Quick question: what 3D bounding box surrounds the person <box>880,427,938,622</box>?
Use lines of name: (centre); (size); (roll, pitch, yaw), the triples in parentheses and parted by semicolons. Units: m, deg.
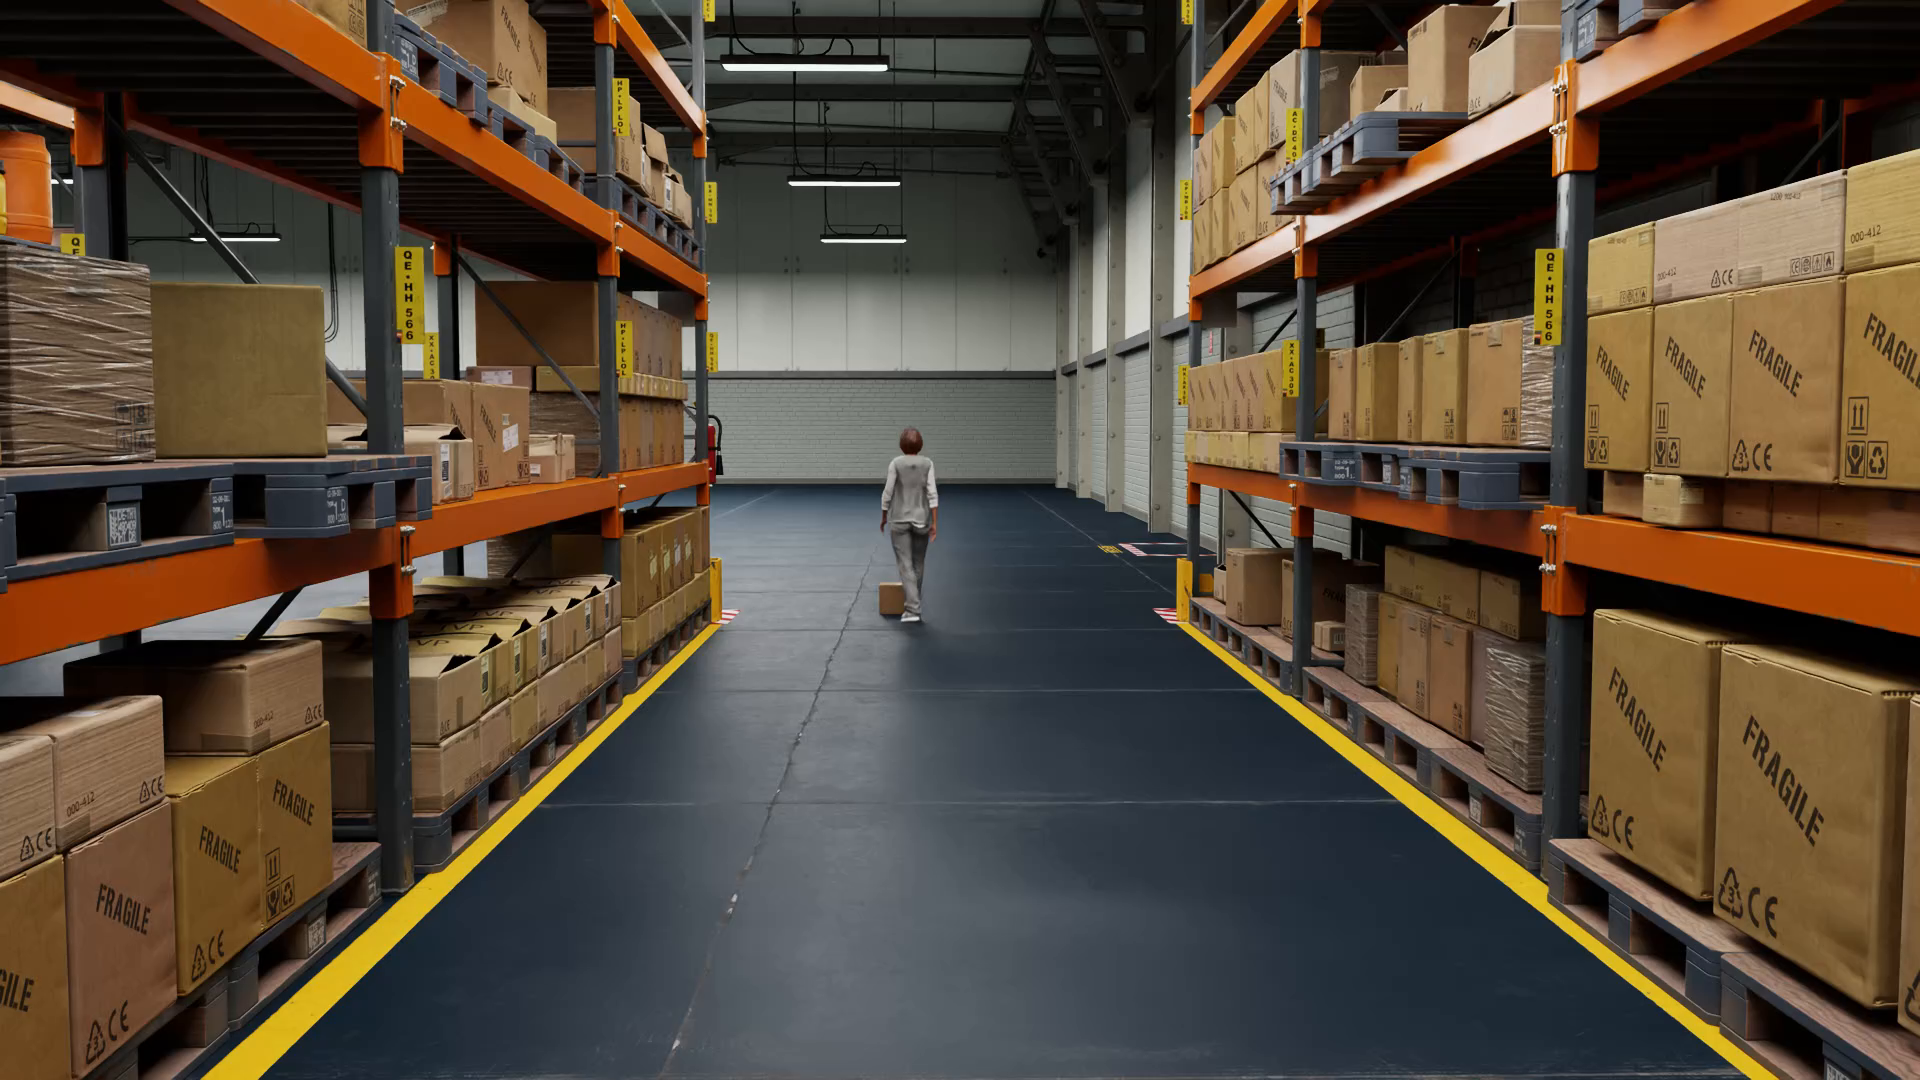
person: (-0.438, -0.138, 13.510); (0.430, 1.565, 0.823); (-1, 4, -19)
